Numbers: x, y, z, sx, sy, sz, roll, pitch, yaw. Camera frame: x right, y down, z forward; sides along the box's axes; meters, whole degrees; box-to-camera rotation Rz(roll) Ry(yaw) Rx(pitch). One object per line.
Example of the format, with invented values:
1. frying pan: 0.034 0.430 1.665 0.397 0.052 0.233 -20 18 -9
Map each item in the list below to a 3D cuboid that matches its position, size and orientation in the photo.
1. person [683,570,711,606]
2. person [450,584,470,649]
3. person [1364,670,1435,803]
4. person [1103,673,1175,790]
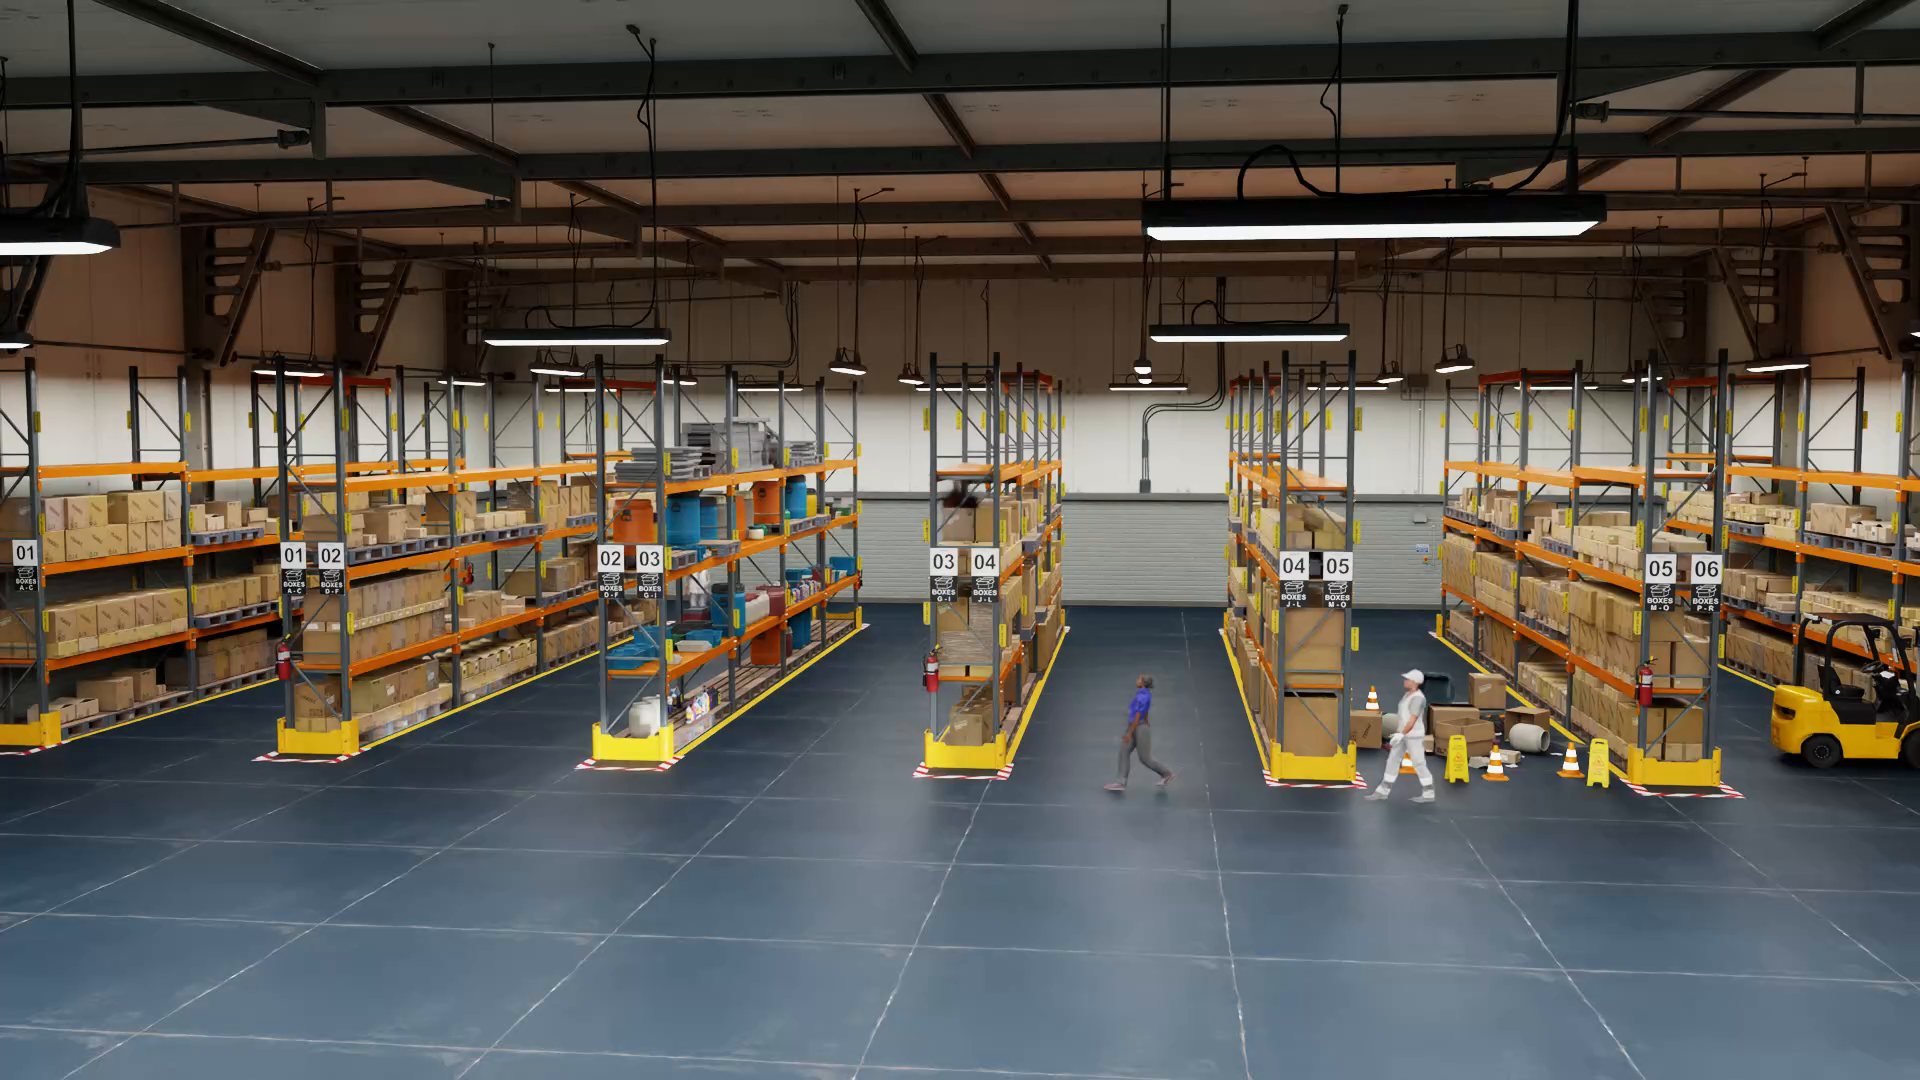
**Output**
1. person: -6.392 1.287 40.420 0.683 1.751 0.600 0 4 -6
2. person: -10.396 1.758 34.507 0.610 1.695 0.908 1 4 8
3. person: 5.791 2.568 21.729 0.864 1.761 0.549 0 4 -5
4. person: 2.443 2.601 22.549 0.926 1.606 0.425 -1 4 -18
